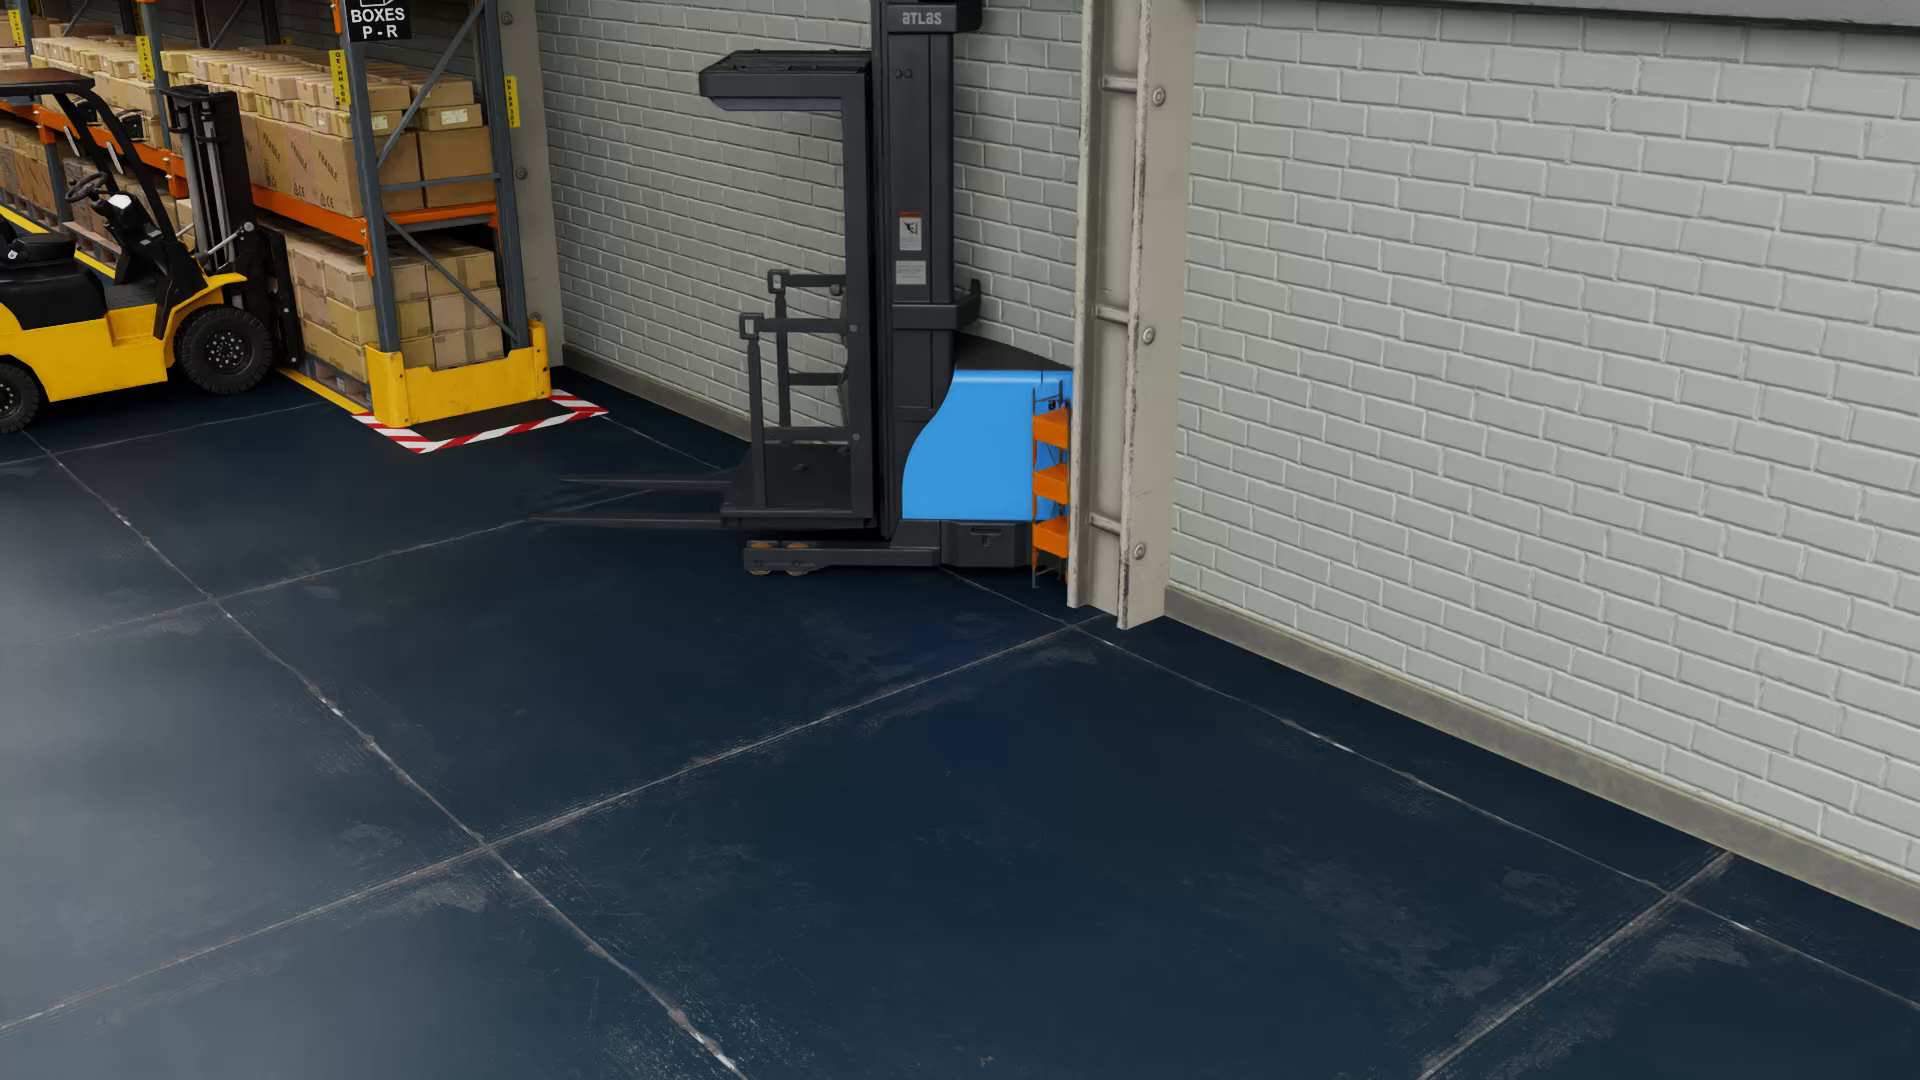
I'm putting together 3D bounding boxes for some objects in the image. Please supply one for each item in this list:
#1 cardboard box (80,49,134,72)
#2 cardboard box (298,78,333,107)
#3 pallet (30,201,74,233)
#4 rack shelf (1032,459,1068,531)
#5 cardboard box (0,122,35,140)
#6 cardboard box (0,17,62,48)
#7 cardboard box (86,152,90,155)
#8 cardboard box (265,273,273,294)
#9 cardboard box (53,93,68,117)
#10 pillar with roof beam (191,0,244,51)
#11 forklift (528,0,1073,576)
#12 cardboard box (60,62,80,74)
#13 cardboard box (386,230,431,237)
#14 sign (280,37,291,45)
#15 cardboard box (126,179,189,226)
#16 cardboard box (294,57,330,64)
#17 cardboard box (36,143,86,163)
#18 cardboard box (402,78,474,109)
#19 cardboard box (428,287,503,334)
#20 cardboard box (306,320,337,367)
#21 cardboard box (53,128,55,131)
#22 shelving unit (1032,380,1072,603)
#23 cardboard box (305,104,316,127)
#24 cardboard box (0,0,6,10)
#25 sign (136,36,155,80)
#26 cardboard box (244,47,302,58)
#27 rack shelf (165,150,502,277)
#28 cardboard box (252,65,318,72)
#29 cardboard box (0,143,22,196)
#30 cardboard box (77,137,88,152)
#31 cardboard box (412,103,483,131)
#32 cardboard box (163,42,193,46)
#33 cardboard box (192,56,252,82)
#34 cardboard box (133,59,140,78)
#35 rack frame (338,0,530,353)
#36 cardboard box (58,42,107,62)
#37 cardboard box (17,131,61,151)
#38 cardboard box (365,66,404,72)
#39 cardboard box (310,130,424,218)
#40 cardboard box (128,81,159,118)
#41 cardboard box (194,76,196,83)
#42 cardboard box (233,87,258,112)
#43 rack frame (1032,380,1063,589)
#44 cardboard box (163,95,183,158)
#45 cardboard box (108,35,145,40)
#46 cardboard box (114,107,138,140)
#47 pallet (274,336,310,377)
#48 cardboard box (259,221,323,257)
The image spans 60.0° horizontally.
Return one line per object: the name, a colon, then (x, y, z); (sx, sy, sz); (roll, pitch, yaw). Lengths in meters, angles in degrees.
cardboard box: (-7.468, -4.207, 14.585); (0.380, 0.149, 0.250); (-18, 28, -39)
cardboard box: (-4.147, -2.973, 11.028); (0.380, 0.149, 0.250); (-17, 27, -36)
pallet: (-9.058, -3.438, 17.473); (1.003, 0.211, 1.213); (-17, 27, -37)
rack shelf: (0.512, -0.222, 8.136); (0.215, 0.259, 0.240); (-19, 28, -37)
cardboard box: (-10.438, -4.521, 18.376); (0.380, 0.149, 0.250); (-18, 27, -38)
cardboard box: (-9.805, -5.172, 17.358); (0.797, 0.503, 0.637); (-18, 28, -39)
cardboard box: (-8.968, -3.876, 17.619); (0.500, 0.500, 0.500); (-17, 27, -37)
cardboard box: (-4.928, -1.937, 12.325); (0.500, 0.250, 0.500); (-18, 27, -38)
cardboard box: (-8.170, -4.130, 15.622); (0.500, 0.250, 0.500); (-18, 28, -39)
pillar with roof beam: (-10.327, -6.144, 12.332); (9.100, 9.000, 0.400); (-17, 27, -37)
forklift: (-0.728, -1.373, 8.472); (3.031, 2.935, 1.130); (1, 21, 2)
cardboard box: (-7.841, -4.216, 15.155); (0.500, 0.250, 0.500); (-18, 28, -39)
cardboard box: (-4.195, -2.147, 12.177); (0.500, 0.250, 0.500); (-18, 27, -38)
sign: (-5.569, -3.989, 13.759); (0.100, 0.325, 0.005); (-17, 27, -37)
cardboard box: (-6.838, -2.864, 14.863); (0.875, 0.625, 0.625); (-18, 28, -38)
cardboard box: (-4.740, -3.525, 12.437); (0.380, 0.149, 0.250); (-18, 28, -38)
cardboard box: (-9.114, -3.931, 16.870); (0.380, 0.149, 0.250); (-19, 28, -40)
cardboard box: (-3.435, -2.942, 10.947); (0.380, 0.149, 0.250); (-18, 28, -38)
cardboard box: (-3.527, -1.638, 11.563); (0.500, 0.250, 0.500); (-17, 27, -36)
cardboard box: (-4.241, -1.420, 11.692); (0.500, 0.250, 0.500); (-17, 27, -37)
cardboard box: (-9.875, -4.579, 18.525); (0.380, 0.149, 0.250); (-17, 27, -37)
shelving unit: (0.512, -0.232, 8.132); (0.215, 1.050, 0.252); (-19, 28, -37)
cardboard box: (-4.128, -2.838, 11.091); (0.380, 0.149, 0.250); (-17, 27, -36)
cardboard box: (-11.981, -6.519, 20.284); (0.500, 0.500, 0.500); (-18, 28, -39)
sign: (-6.393, -3.786, 13.059); (0.100, 0.325, 0.005); (-17, 27, -37)
cardboard box: (-5.419, -3.808, 13.158); (0.380, 0.149, 0.250); (-18, 28, -39)
rack shelf: (-4.683, -2.529, 12.313); (1.077, 0.370, 4.000); (-17, 27, -37)
cardboard box: (-4.777, -3.269, 11.783); (0.380, 0.149, 0.250); (-17, 27, -37)
cardboard box: (-10.054, -4.042, 18.043); (0.500, 0.500, 0.500); (-19, 28, -39)
cardboard box: (-9.080, -4.203, 17.563); (0.380, 0.149, 0.250); (-17, 27, -37)
cardboard box: (-3.402, -2.815, 11.032); (0.380, 0.149, 0.250); (-18, 28, -39)
cardboard box: (-7.305, -4.505, 15.347); (0.380, 0.149, 0.250); (-18, 28, -38)
cardboard box: (-5.502, -3.530, 12.449); (0.380, 0.149, 0.250); (-17, 27, -36)
cardboard box: (-6.682, -3.953, 13.938); (0.380, 0.149, 0.250); (-17, 27, -37)
rack frame: (-3.377, -2.311, 10.771); (1.000, 3.000, 0.127); (-17, 27, -37)
cardboard box: (-8.072, -4.504, 15.344); (0.380, 0.149, 0.250); (-17, 27, -37)
cardboard box: (-9.755, -4.235, 17.645); (0.380, 0.149, 0.250); (-18, 28, -38)
cardboard box: (-4.104, -3.230, 11.684); (0.380, 0.149, 0.250); (-16, 27, -36)
cardboard box: (-3.898, -2.431, 10.940); (0.500, 0.500, 0.500); (-18, 28, -39)
cardboard box: (-6.503, -3.654, 13.720); (0.500, 0.250, 0.500); (-18, 28, -39)
cardboard box: (-5.618, -3.477, 12.723); (0.380, 0.149, 0.250); (-18, 27, -38)
cardboard box: (-4.985, -3.182, 11.969); (0.380, 0.149, 0.250); (-18, 28, -38)
rack frame: (0.431, -0.265, 8.217); (0.200, 1.050, 0.008); (-19, 28, -37)
cardboard box: (-5.897, -3.278, 13.103); (0.500, 0.500, 0.500); (-18, 28, -39)
cardboard box: (-7.978, -4.782, 16.055); (0.380, 0.149, 0.250); (-17, 27, -36)
cardboard box: (-6.848, -3.561, 14.168); (0.500, 0.250, 0.500); (-18, 27, -38)
pallet: (-4.700, -1.551, 12.654); (1.003, 0.211, 1.213); (-17, 27, -37)
cardboard box: (-4.914, -2.163, 12.217); (0.500, 0.250, 0.500); (-18, 28, -38)
